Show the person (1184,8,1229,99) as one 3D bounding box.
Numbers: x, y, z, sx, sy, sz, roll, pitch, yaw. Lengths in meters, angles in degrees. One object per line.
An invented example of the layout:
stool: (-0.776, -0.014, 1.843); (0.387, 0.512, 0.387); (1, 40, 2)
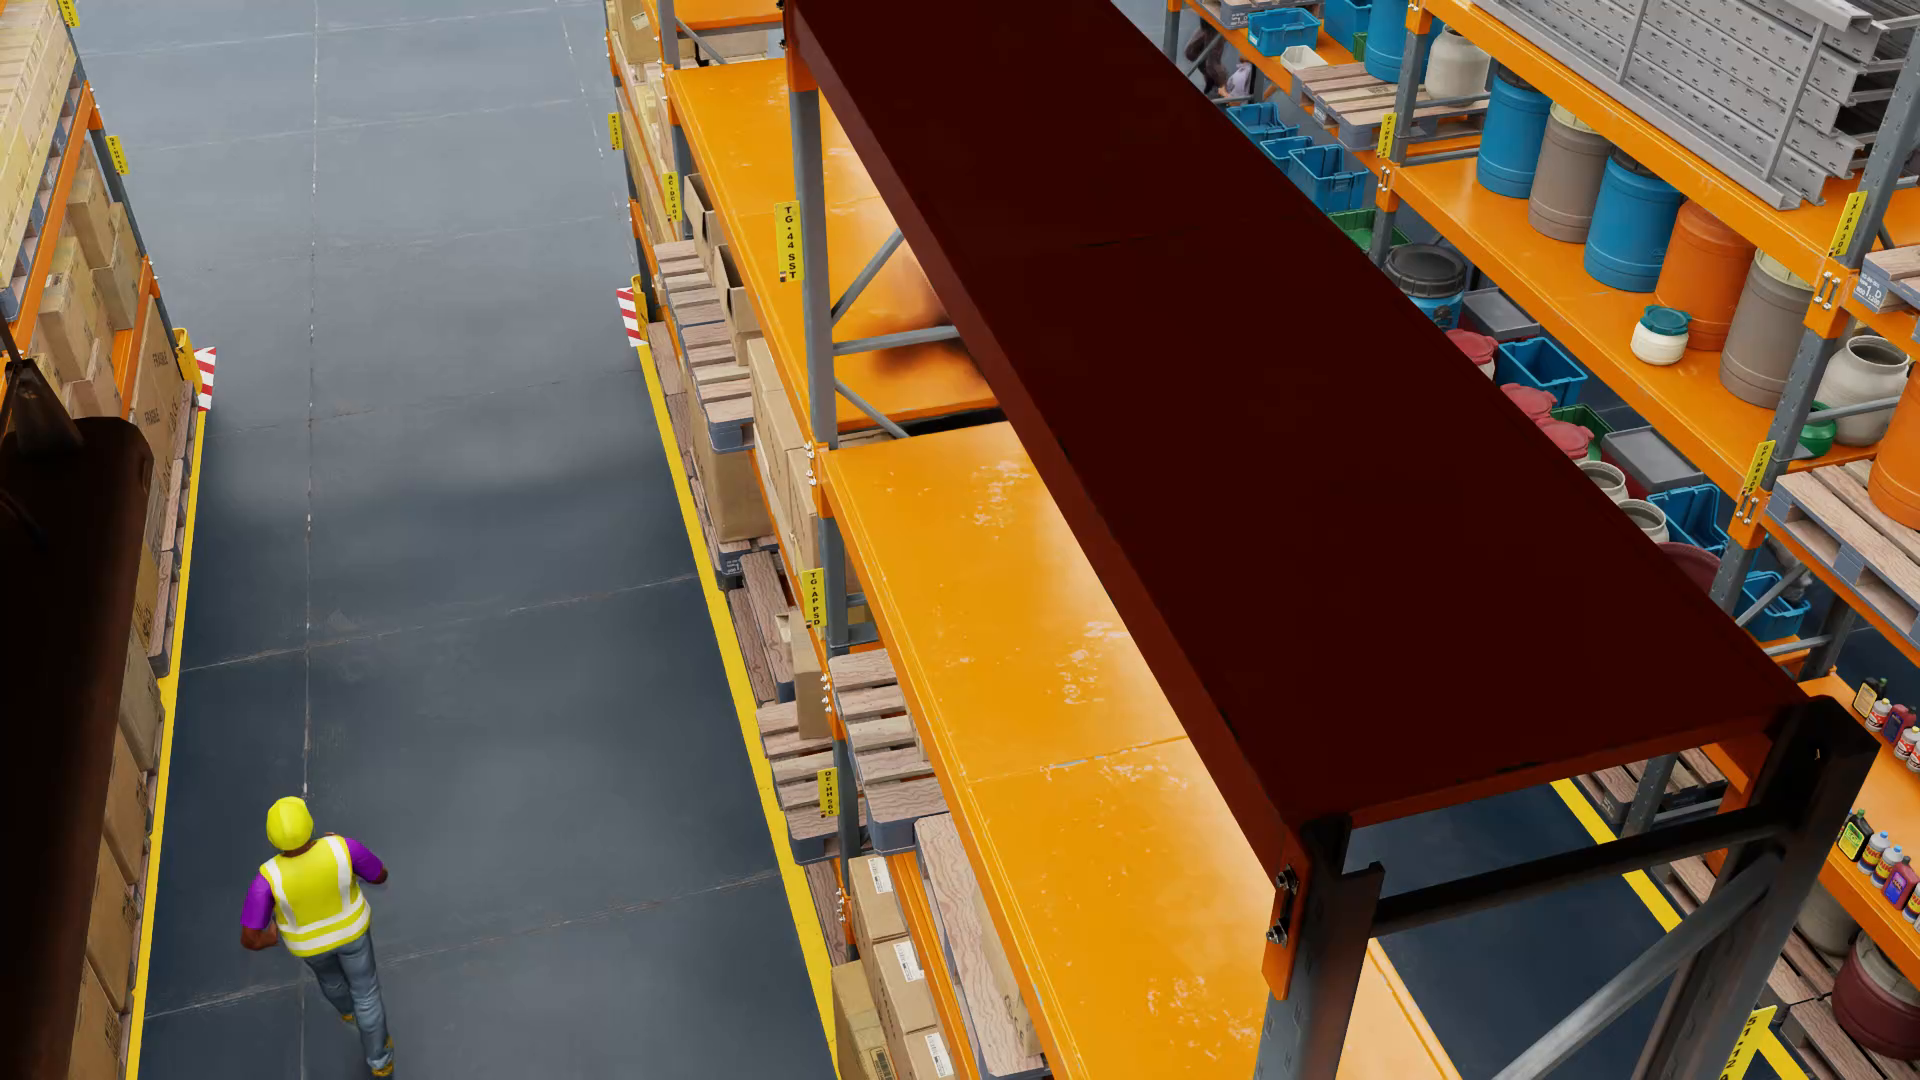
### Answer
person: (2.837, -5.765, 18.722); (0.670, 1.700, 0.637); (4, 39, 5)

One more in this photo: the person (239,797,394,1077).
person: (-3.189, 1.981, 8.417); (0.691, 1.825, 0.744); (-14, 41, -17)

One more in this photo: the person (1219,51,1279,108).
person: (2.863, -4.274, 16.884); (0.813, 1.612, 0.594); (24, 44, 27)

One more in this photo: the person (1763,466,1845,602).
person: (6.086, -0.316, 11.829); (0.638, 1.725, 0.576); (-15, 41, -18)
